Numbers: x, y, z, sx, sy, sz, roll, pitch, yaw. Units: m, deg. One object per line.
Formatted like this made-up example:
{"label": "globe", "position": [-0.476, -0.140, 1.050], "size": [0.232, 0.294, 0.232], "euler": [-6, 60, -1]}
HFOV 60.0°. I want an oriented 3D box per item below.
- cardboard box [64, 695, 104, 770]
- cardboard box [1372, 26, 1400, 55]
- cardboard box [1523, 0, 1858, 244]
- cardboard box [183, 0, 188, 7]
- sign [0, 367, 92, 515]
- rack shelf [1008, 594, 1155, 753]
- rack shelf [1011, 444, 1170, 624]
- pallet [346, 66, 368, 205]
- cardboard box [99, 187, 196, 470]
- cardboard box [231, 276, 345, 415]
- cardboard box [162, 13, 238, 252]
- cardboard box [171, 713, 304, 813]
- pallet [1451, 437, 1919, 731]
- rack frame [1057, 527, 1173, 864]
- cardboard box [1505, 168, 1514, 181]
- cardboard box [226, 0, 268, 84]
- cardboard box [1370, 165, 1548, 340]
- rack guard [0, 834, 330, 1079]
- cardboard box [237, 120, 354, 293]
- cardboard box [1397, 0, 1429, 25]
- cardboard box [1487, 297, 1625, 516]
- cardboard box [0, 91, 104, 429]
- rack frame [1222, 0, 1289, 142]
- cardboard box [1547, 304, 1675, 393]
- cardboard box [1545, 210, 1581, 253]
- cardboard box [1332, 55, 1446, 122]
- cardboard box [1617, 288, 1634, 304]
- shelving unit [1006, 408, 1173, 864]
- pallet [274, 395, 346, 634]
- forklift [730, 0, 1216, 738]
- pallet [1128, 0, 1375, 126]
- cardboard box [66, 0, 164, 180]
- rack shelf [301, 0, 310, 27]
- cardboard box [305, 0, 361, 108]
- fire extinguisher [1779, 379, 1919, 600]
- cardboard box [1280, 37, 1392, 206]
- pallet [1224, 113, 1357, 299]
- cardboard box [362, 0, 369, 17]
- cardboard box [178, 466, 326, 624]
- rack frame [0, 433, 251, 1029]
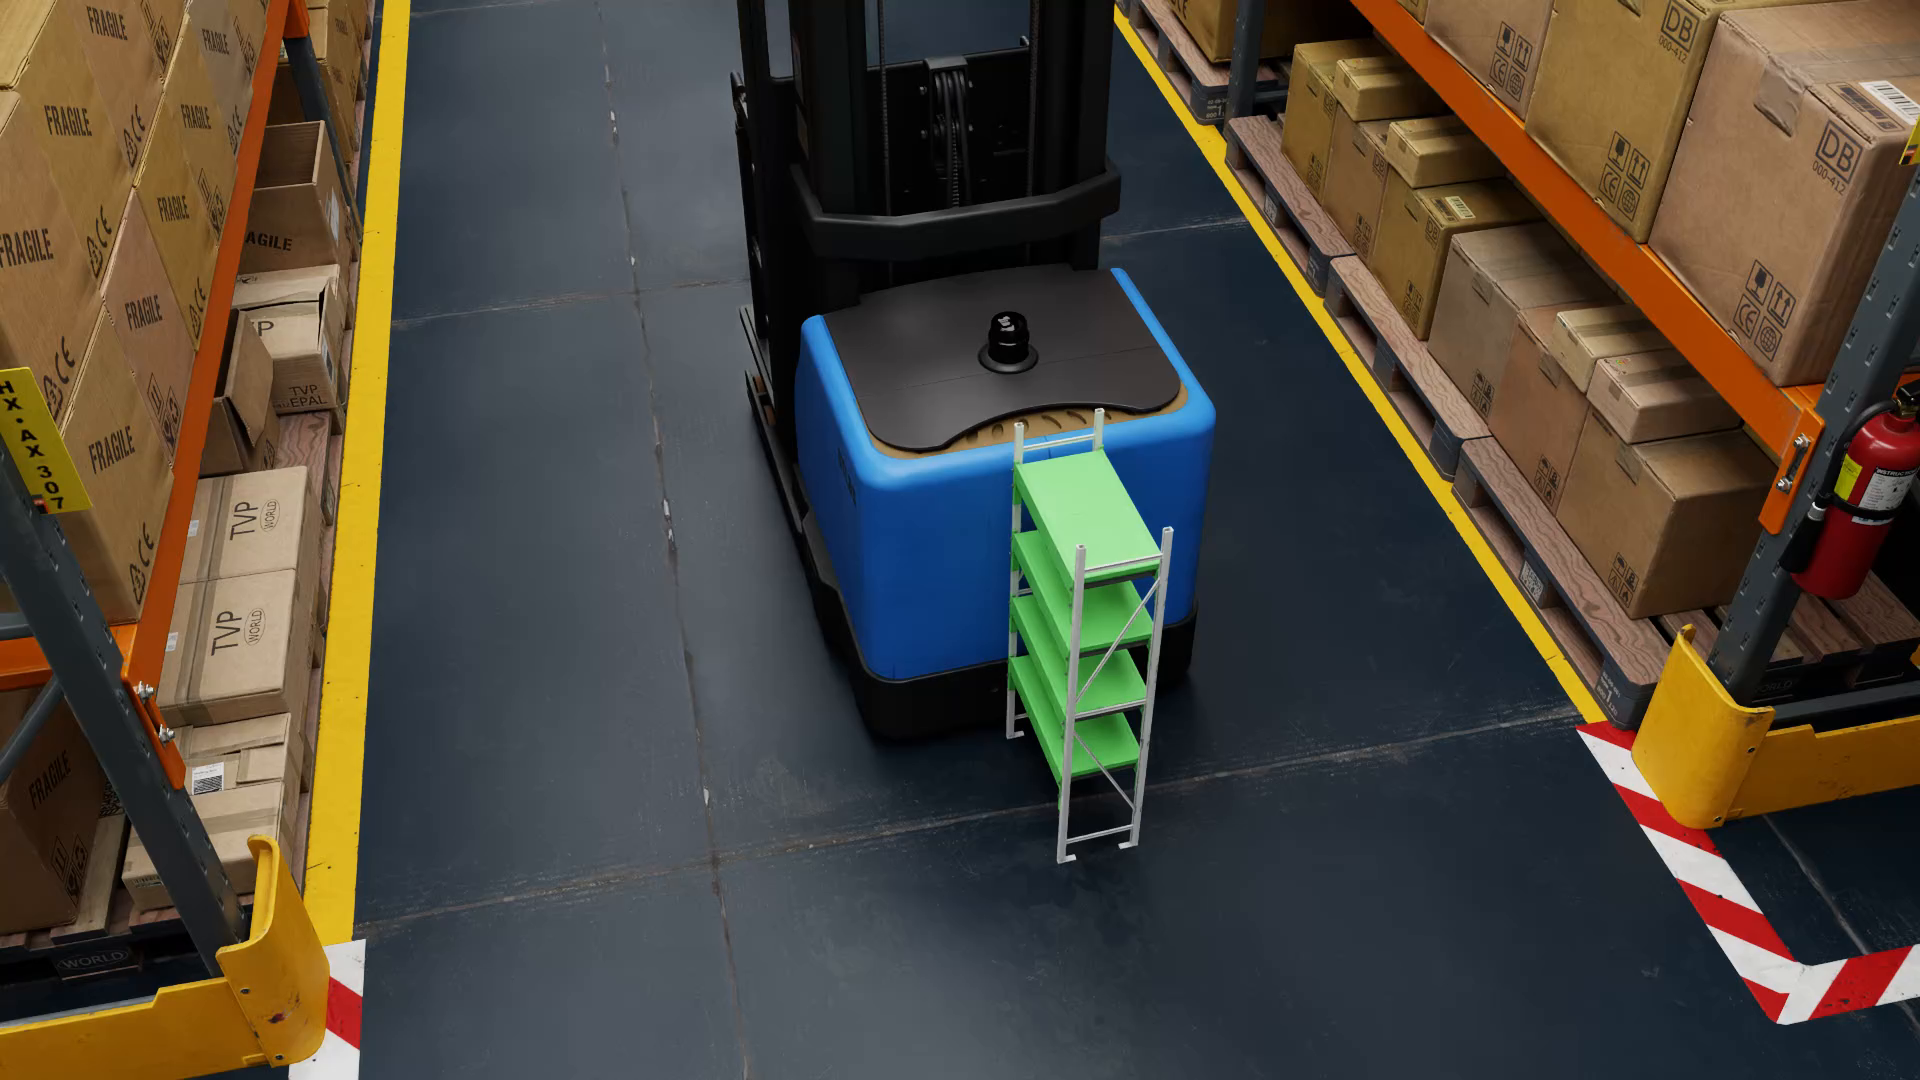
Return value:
{"label": "cardboard box", "position": [-2.580, 0.528, 4.698], "size": [0.380, 0.166, 0.250], "euler": [-8, 42, -9]}
{"label": "cardboard box", "position": [1.974, -2.167, 7.010], "size": [0.380, 0.149, 0.250], "euler": [-9, 42, -10]}
{"label": "cardboard box", "position": [2.326, -1.398, 4.839], "size": [0.980, 0.700, 0.700], "euler": [-9, 42, -10]}
{"label": "cardboard box", "position": [-2.502, -1.829, 4.723], "size": [0.500, 0.500, 0.500], "euler": [-8, 42, -9]}
{"label": "sign", "position": [-1.693, -0.176, 3.036], "size": [0.100, 0.325, 0.005], "euler": [-8, 42, -9]}
{"label": "rack shelf", "position": [0.325, 0.336, 4.564], "size": [0.258, 0.148, 0.480], "euler": [-11, 43, -12]}
{"label": "rack shelf", "position": [0.325, -0.023, 4.246], "size": [0.258, 0.148, 0.480], "euler": [-11, 43, -12]}
{"label": "pallet", "position": [-3.298, -1.846, 7.671], "size": [1.003, 0.211, 1.213], "euler": [-8, 42, -9]}
{"label": "cardboard box", "position": [-2.177, -0.471, 3.945], "size": [0.500, 0.500, 0.500], "euler": [-9, 42, -10]}
{"label": "cardboard box", "position": [-2.524, -0.711, 5.986], "size": [0.500, 0.311, 0.500], "euler": [-8, 42, -9]}
{"label": "cardboard box", "position": [-2.389, -1.121, 4.678], "size": [0.500, 0.500, 0.500], "euler": [-8, 42, -9]}
{"label": "cardboard box", "position": [-2.031, 0.638, 4.574], "size": [0.380, 0.166, 0.250], "euler": [-8, 42, -9]}
{"label": "pallet", "position": [2.364, 0.049, 5.535], "size": [1.003, 0.211, 1.213], "euler": [-8, 42, -9]}
{"label": "rack frame", "position": [0.392, 0.444, 4.347], "size": [0.240, 1.200, 0.015], "euler": [-11, 43, -12]}
{"label": "cardboard box", "position": [2.201, -1.491, 6.248], "size": [0.380, 0.149, 0.250], "euler": [-8, 42, -9]}
{"label": "cardboard box", "position": [-2.615, -1.783, 5.424], "size": [0.500, 0.500, 0.500], "euler": [-7, 42, -8]}
{"label": "cardboard box", "position": [2.025, -1.143, 6.345], "size": [0.700, 0.500, 0.500], "euler": [-7, 42, -8]}
{"label": "rack guard", "position": [-2.239, 1.111, 4.121], "size": [1.175, 0.500, 0.348], "euler": [-8, 42, -9]}
{"label": "cardboard box", "position": [-2.686, -1.268, 6.471], "size": [0.500, 0.500, 0.500], "euler": [-8, 42, -9]}
{"label": "cardboard box", "position": [2.003, -2.364, 5.927], "size": [0.980, 0.700, 0.700], "euler": [-9, 42, -10]}
{"label": "cardboard box", "position": [2.257, -0.472, 5.589], "size": [0.700, 0.500, 0.500], "euler": [-8, 42, -9]}
{"label": "cardboard box", "position": [-2.061, -0.511, 3.238], "size": [0.500, 0.500, 0.500], "euler": [-7, 42, -8]}
{"label": "rack frame", "position": [1.750, -3.079, 6.959], "size": [1.000, 3.000, 0.127], "euler": [-8, 42, -9]}
{"label": "cardboard box", "position": [2.103, -0.613, 5.259], "size": [0.380, 0.149, 0.250], "euler": [-7, 42, -8]}
{"label": "cardboard box", "position": [2.312, -1.160, 5.875], "size": [0.380, 0.149, 0.250], "euler": [-8, 42, -9]}
{"label": "cardboard box", "position": [1.707, -1.796, 6.592], "size": [0.380, 0.149, 0.250], "euler": [-7, 42, -8]}
{"label": "cardboard box", "position": [2.423, -0.829, 5.502], "size": [0.380, 0.149, 0.250], "euler": [-8, 42, -9]}
{"label": "shelving unit", "position": [0.325, 0.288, 4.522], "size": [0.258, 1.200, 0.503], "euler": [-11, 43, -12]}
{"label": "pallet", "position": [-2.672, -0.086, 5.688], "size": [1.003, 0.211, 1.213], "euler": [-8, 42, -9]}
{"label": "forklift", "position": [-0.172, -1.495, 5.226], "size": [1.130, 2.935, 3.031], "euler": [-11, 43, -12]}
{"label": "pallet", "position": [1.510, -2.526, 8.436], "size": [1.003, 0.211, 1.213], "euler": [-8, 42, -9]}
{"label": "cardboard box", "position": [-2.284, -1.174, 3.984], "size": [0.500, 0.500, 0.500], "euler": [-8, 42, -9]}
{"label": "rack shelf", "position": [-3.518, -3.394, 7.856], "size": [1.077, 0.370, 4.000], "euler": [-8, 42, -9]}
{"label": "cardboard box", "position": [-3.078, -2.289, 7.621], "size": [0.500, 0.500, 0.500], "euler": [-8, 42, -9]}
{"label": "fire extinguisher", "position": [2.195, -0.154, 4.003], "size": [0.296, 0.674, 0.183], "euler": [-8, 42, -9]}
{"label": "cardboard box", "position": [1.811, -1.802, 7.087], "size": [0.700, 0.500, 0.500], "euler": [-8, 42, -9]}
{"label": "pallet", "position": [1.838, -1.532, 7.317], "size": [1.003, 0.211, 1.213], "euler": [-8, 42, -9]}
{"label": "cardboard box", "position": [-3.288, -2.942, 8.356], "size": [0.500, 0.500, 0.500], "euler": [-10, 43, -11]}
{"label": "cardboard box", "position": [-2.279, 0.048, 5.176], "size": [0.500, 0.250, 0.500], "euler": [-8, 42, -9]}
{"label": "rack frame", "position": [-2.223, 0.226, 3.236], "size": [1.000, 3.000, 0.127], "euler": [-8, 42, -9]}
